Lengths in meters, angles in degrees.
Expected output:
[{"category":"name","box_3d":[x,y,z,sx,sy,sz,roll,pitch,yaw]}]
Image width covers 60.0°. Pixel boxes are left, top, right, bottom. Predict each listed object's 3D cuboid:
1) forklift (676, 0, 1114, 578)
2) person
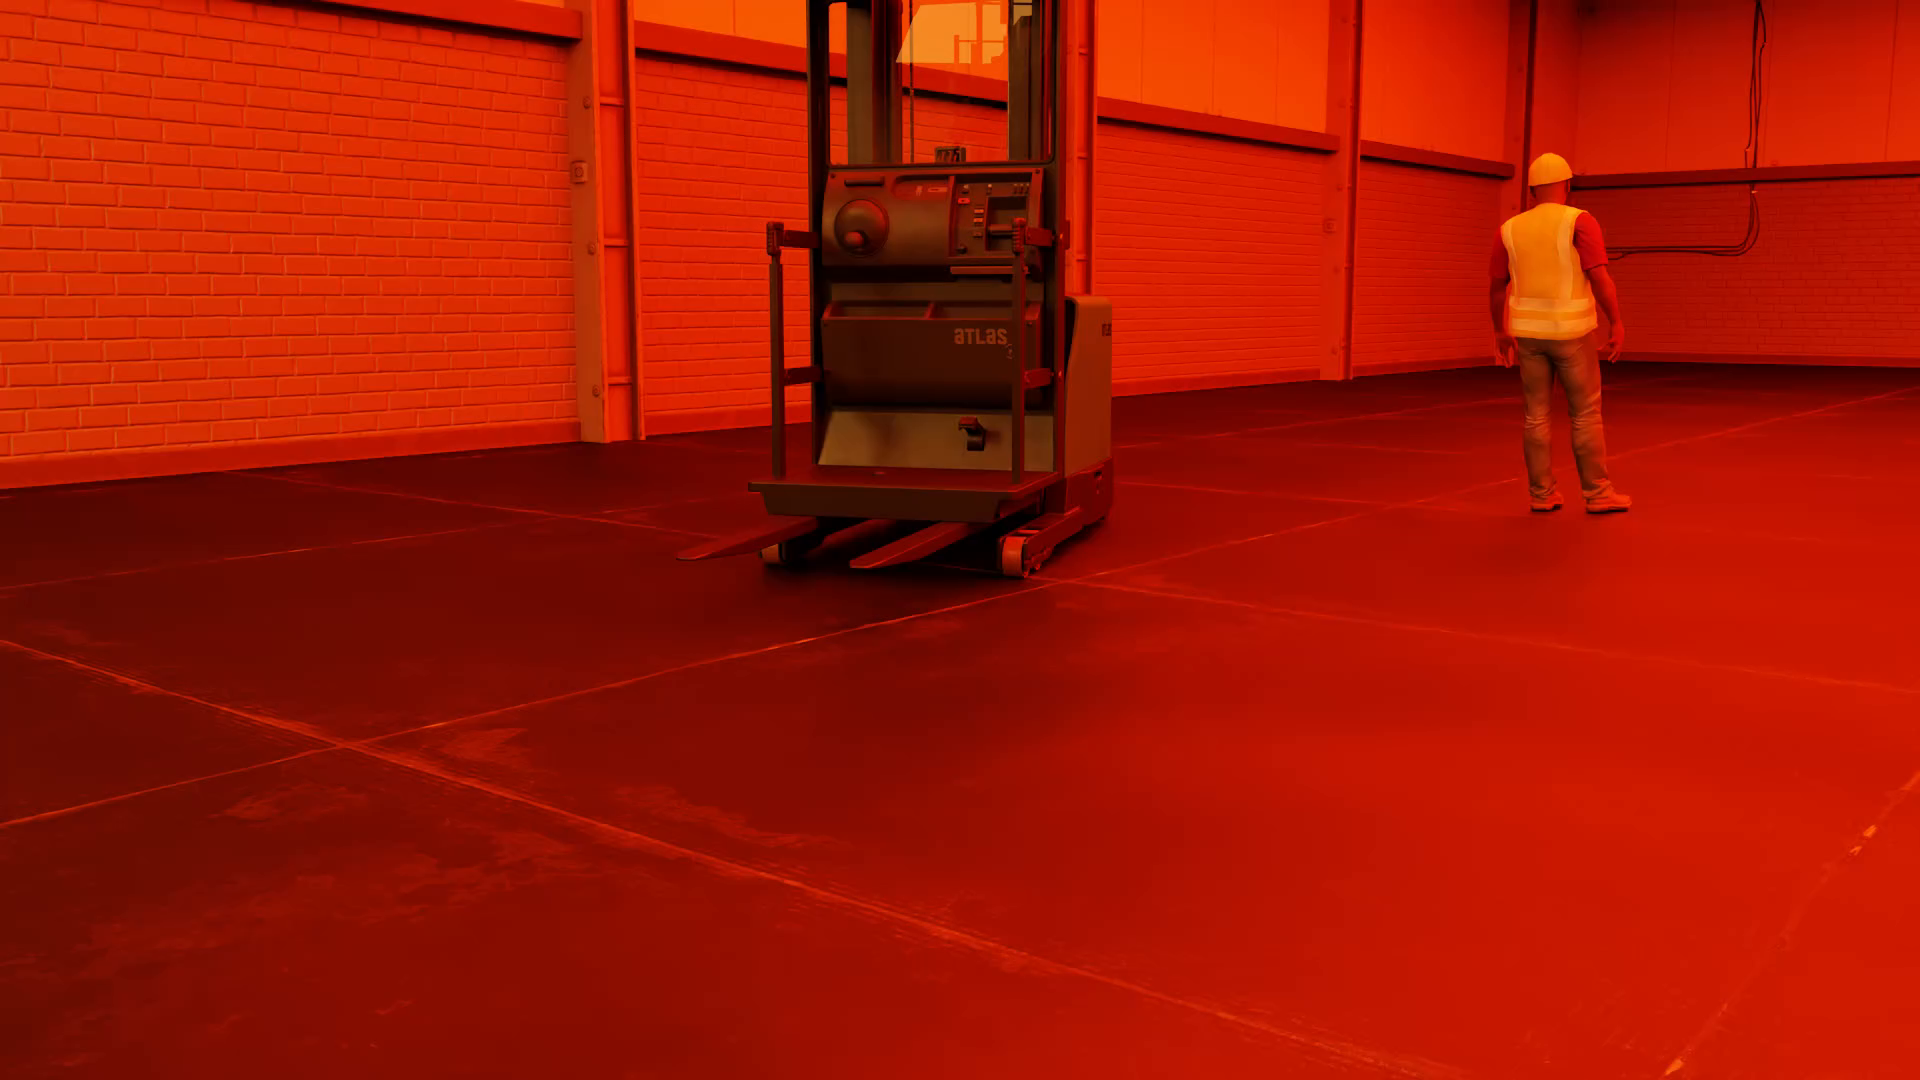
[{"category":"forklift","box_3d":[-0.176,-1.366,6.616,1.130,2.935,3.031,3,9,17]},{"category":"person","box_3d":[3.017,-1.038,8.349,0.665,1.768,0.575,8,12,44]}]
